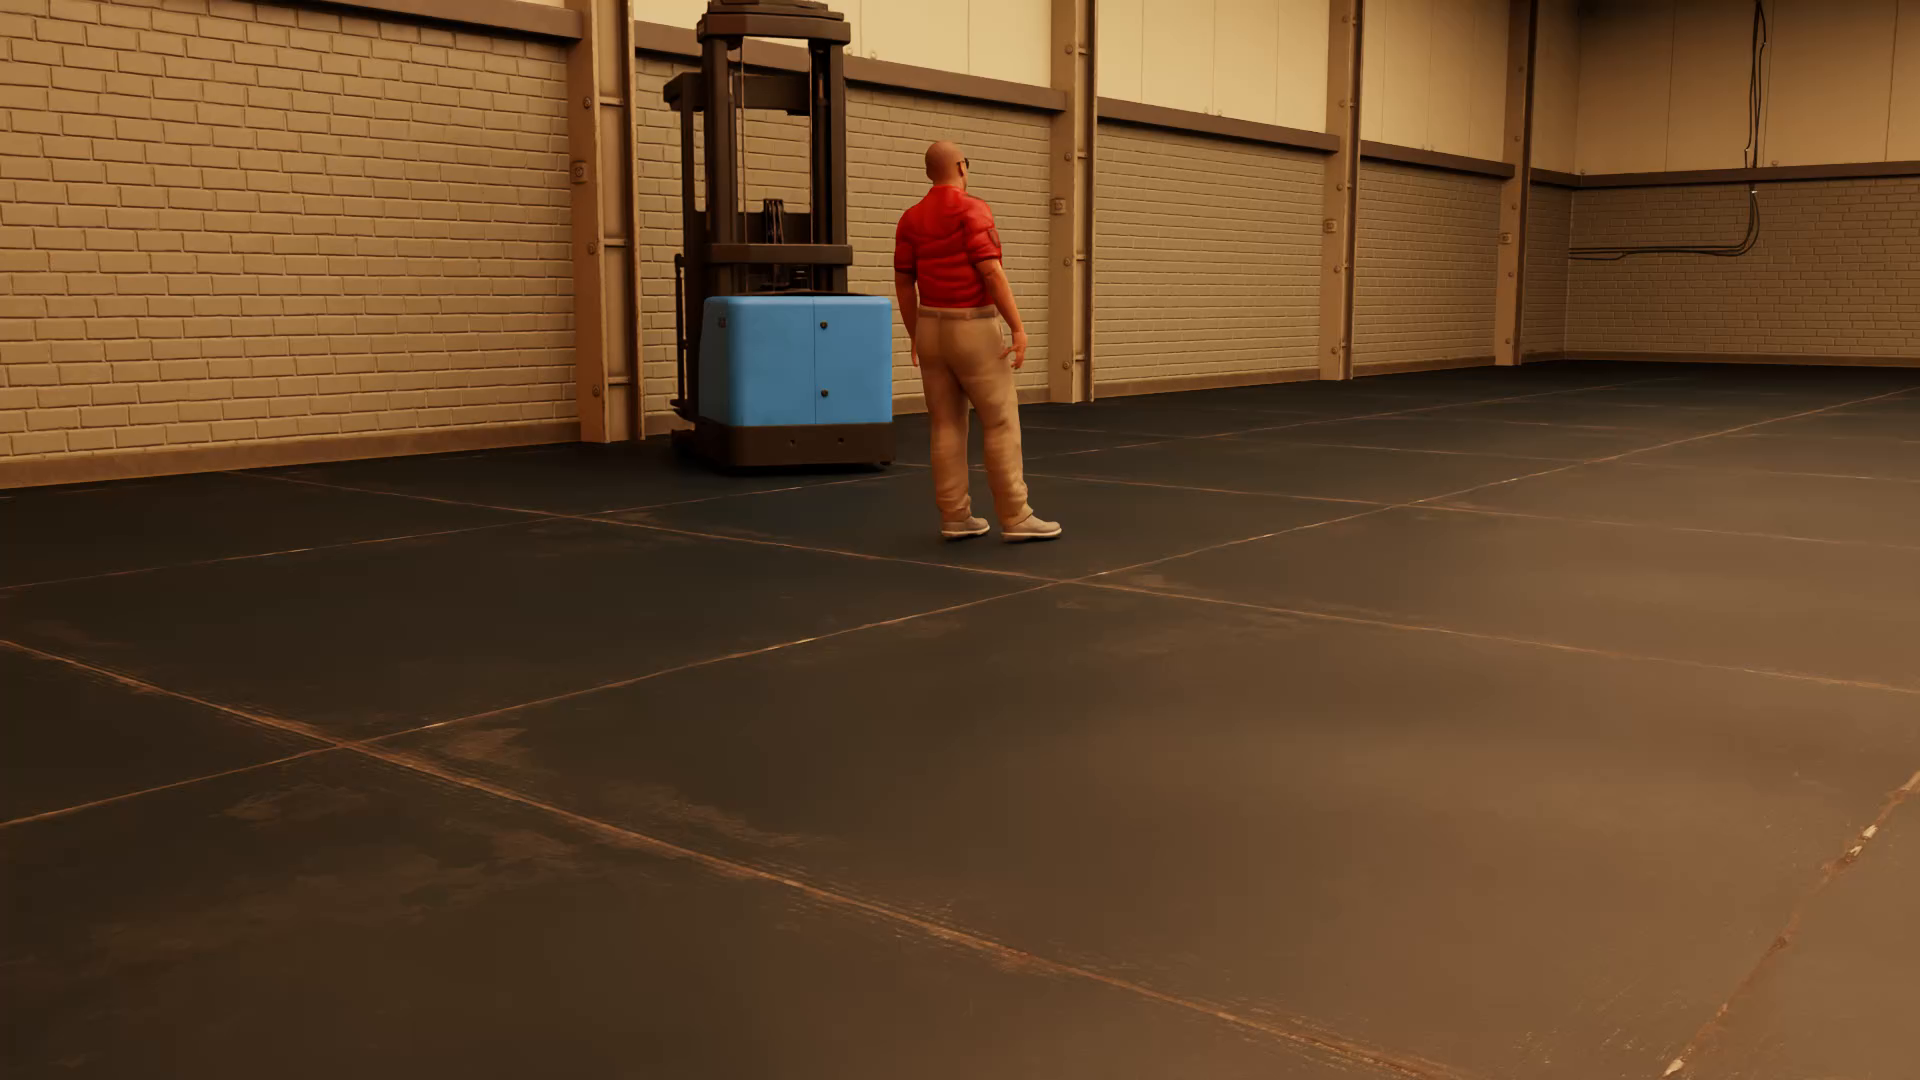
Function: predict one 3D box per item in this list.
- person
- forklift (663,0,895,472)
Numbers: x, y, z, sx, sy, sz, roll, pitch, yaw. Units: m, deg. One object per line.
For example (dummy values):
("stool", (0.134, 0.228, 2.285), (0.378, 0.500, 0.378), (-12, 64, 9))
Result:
("person", (0.065, -0.872, 7.341), (0.642, 1.727, 0.550), (7, 11, 38))
("forklift", (-1.368, -2.042, 11.239), (1.130, 2.935, 3.031), (-3, 9, -19))
